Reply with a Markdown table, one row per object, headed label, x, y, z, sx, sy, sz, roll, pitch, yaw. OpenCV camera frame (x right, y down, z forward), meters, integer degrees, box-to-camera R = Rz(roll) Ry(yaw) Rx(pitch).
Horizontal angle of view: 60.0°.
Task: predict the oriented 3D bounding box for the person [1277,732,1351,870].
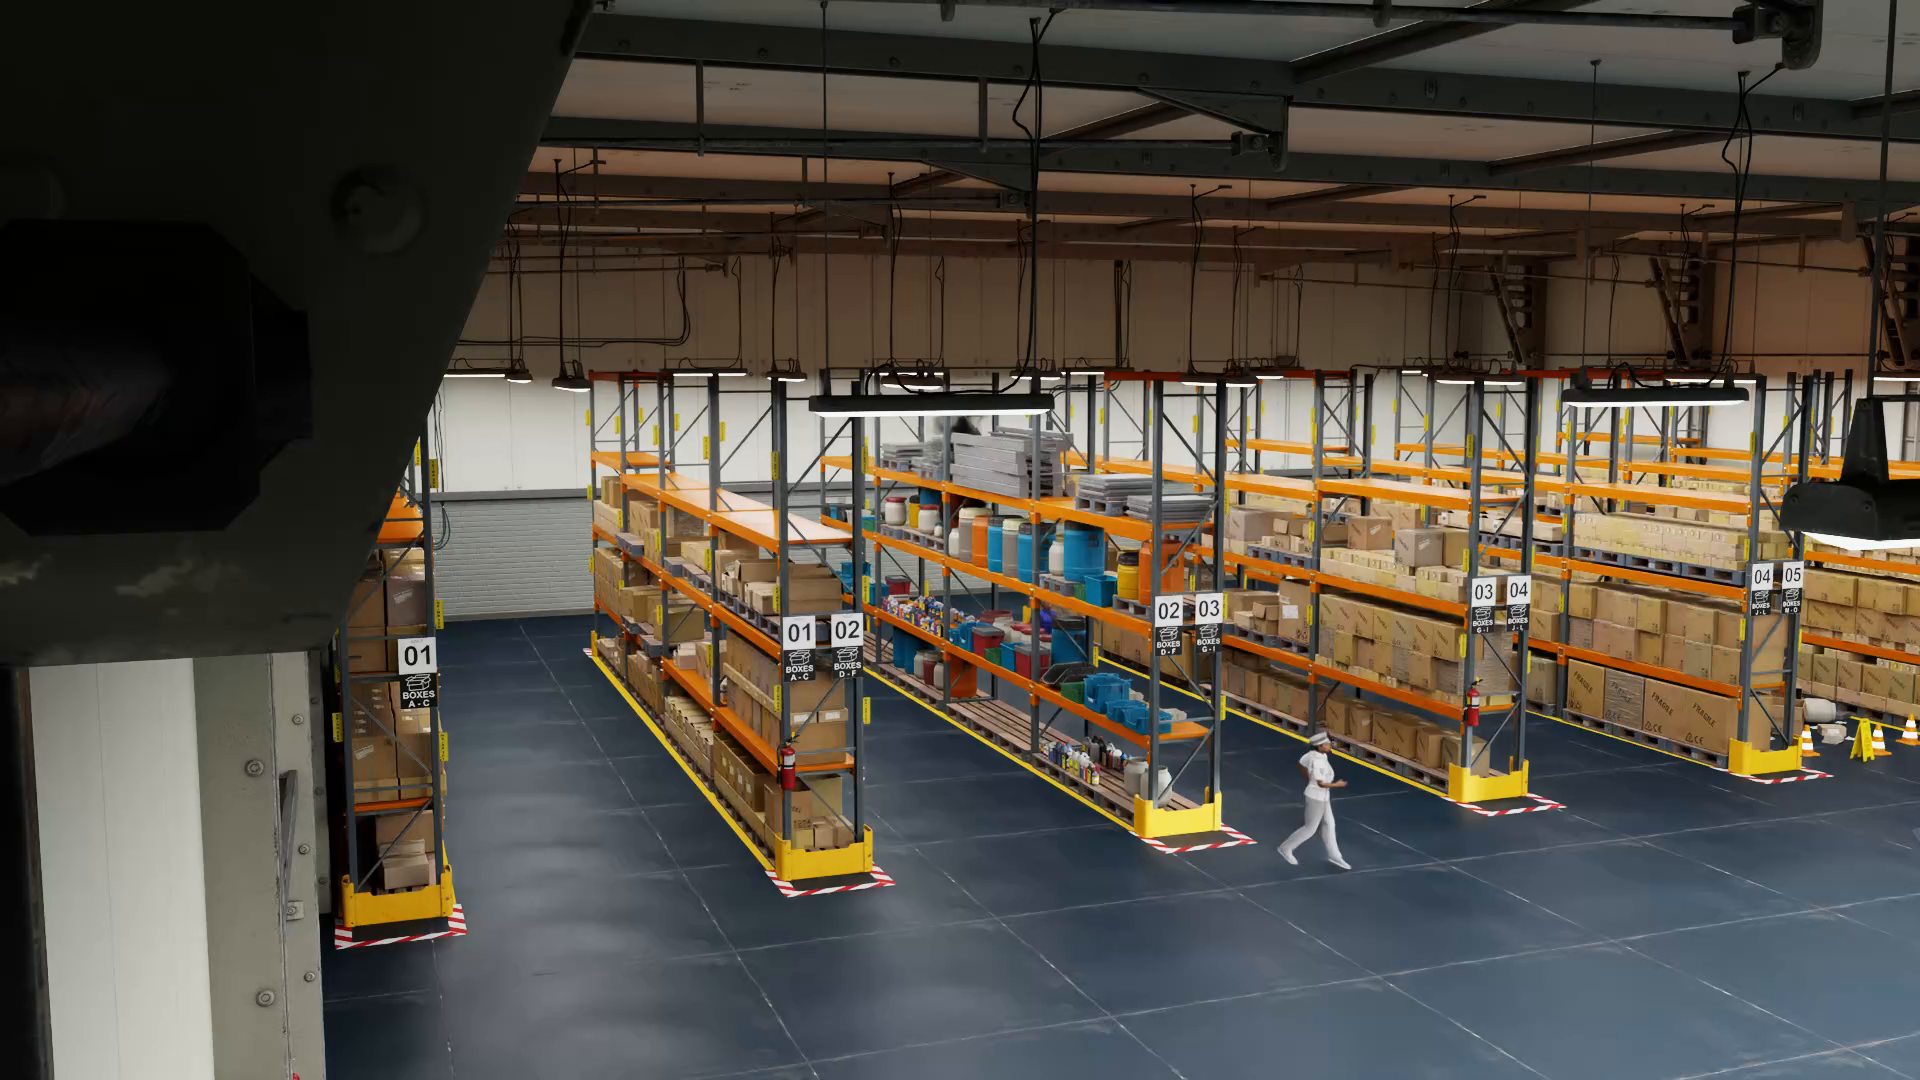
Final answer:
| label | x | y | z | sx | sy | sz | roll | pitch | yaw |
| --- | --- | --- | --- | --- | --- | --- | --- | --- | --- |
| person | 4.366 | 3.200 | 20.423 | 0.901 | 1.729 | 0.579 | 1 | 6 | 11 |

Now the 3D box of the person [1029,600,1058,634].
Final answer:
| label | x | y | z | sx | sy | sz | roll | pitch | yaw |
| --- | --- | --- | --- | --- | --- | --- | --- | --- | --- |
| person | 1.688 | 1.913 | 32.278 | 0.542 | 1.613 | 0.726 | -4 | 8 | -34 |

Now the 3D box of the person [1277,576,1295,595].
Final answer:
| label | x | y | z | sx | sy | sz | roll | pitch | yaw |
| --- | --- | --- | --- | --- | --- | --- | --- | --- | --- |
| person | 6.884 | 1.612 | 34.657 | 0.697 | 1.718 | 0.608 | -2 | 7 | -16 |
